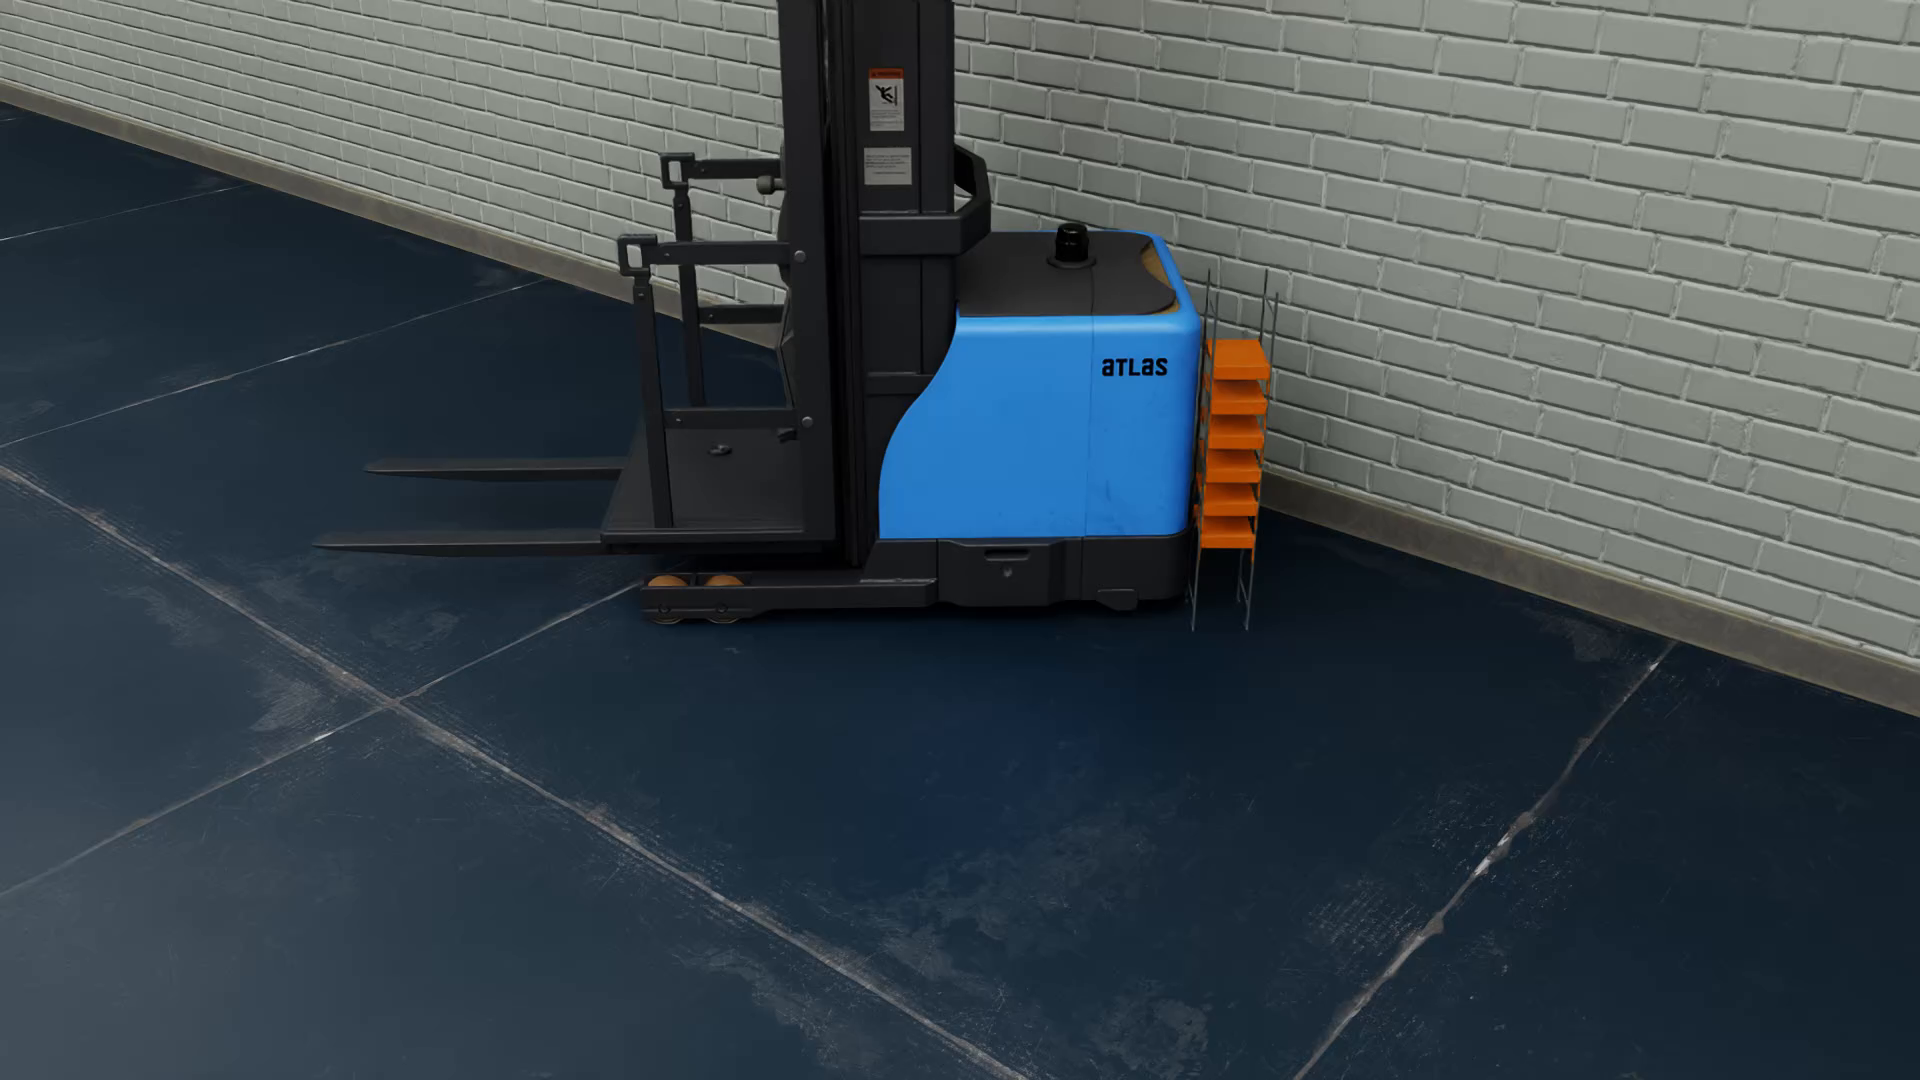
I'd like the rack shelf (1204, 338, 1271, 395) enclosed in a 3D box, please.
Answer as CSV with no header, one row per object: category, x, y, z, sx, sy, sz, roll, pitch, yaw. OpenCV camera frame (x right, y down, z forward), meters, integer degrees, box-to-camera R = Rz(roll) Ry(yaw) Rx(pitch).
rack shelf,0.886,-0.561,5.341,0.180,0.103,0.258,0,27,1

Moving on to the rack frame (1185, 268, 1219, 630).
rack frame,0.795,-0.281,5.487,0.006,1.200,0.240,0,27,1

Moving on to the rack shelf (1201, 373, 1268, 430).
rack shelf,0.886,-0.454,5.396,0.180,0.103,0.258,0,27,1

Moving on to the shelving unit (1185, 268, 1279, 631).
shelving unit,0.886,-0.280,5.486,0.189,1.200,0.258,0,27,1

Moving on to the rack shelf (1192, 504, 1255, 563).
rack shelf,0.886,-0.028,5.617,0.180,0.103,0.258,0,27,1

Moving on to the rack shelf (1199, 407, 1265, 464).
rack shelf,0.886,-0.348,5.451,0.180,0.103,0.258,0,27,1

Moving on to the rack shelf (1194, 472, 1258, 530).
rack shelf,0.886,-0.134,5.561,0.180,0.103,0.258,0,27,1

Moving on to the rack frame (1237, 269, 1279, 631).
rack frame,0.978,-0.280,5.485,0.006,1.200,0.240,0,27,1

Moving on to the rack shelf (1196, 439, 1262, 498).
rack shelf,0.886,-0.241,5.506,0.180,0.103,0.258,0,27,1

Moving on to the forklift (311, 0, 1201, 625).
forklift,-0.736,-1.258,5.492,3.031,2.935,1.130,-1,27,-1
